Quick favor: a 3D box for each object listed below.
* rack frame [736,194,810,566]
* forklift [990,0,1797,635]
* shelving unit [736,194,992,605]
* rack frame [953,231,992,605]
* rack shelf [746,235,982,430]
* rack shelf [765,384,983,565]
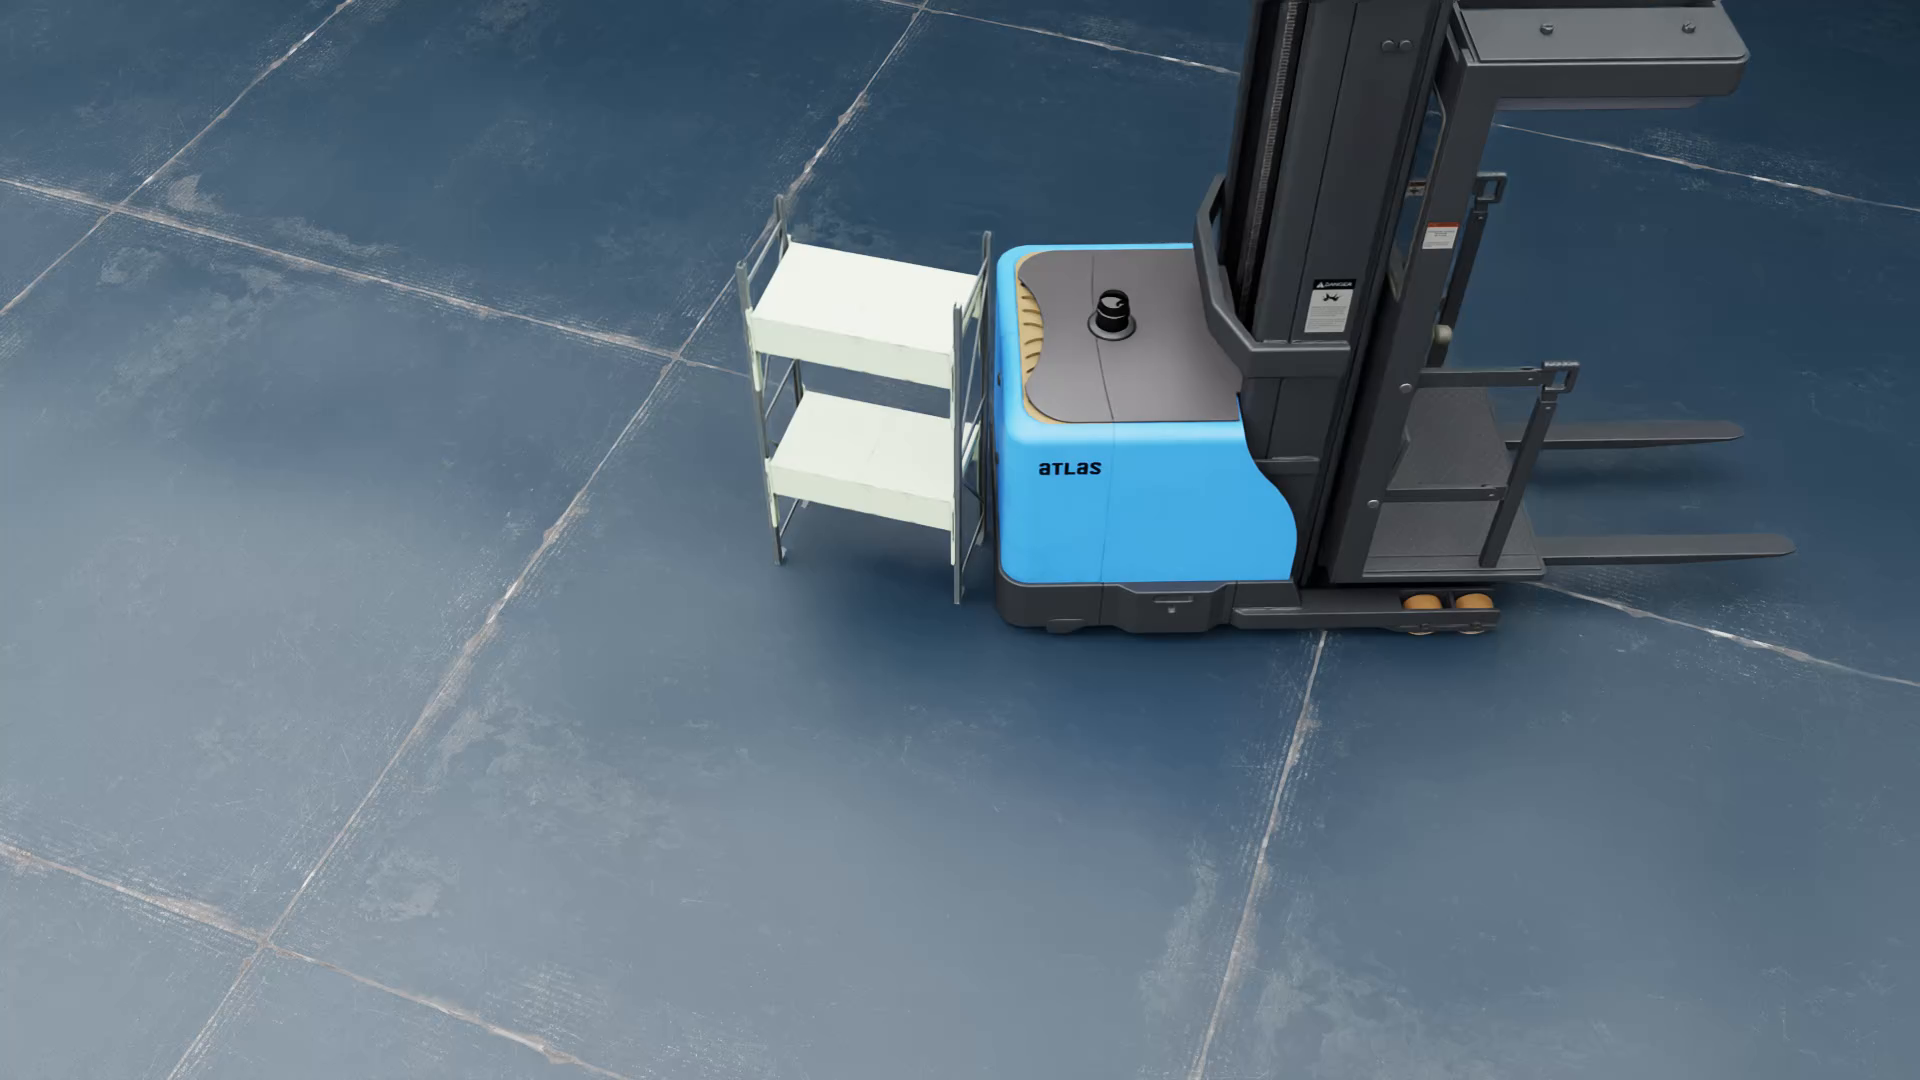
[{"bbox_3d":[-0.664,-0.537,6.090,0.023,1.500,0.400,12,50,10],"label":"rack frame"},{"bbox_3d":[1.646,-1.004,5.547,3.031,2.935,1.130,-1,49,-1],"label":"forklift"},{"bbox_3d":[-0.311,-0.462,6.025,0.755,1.500,0.431,12,50,10],"label":"shelving unit"},{"bbox_3d":[0.041,-0.388,5.960,0.023,1.500,0.400,12,50,10],"label":"rack frame"},{"bbox_3d":[-0.311,-0.718,5.730,0.720,0.370,0.431,12,50,10],"label":"rack shelf"},{"bbox_3d":[-0.311,-0.249,6.271,0.720,0.370,0.431,12,50,10],"label":"rack shelf"}]
